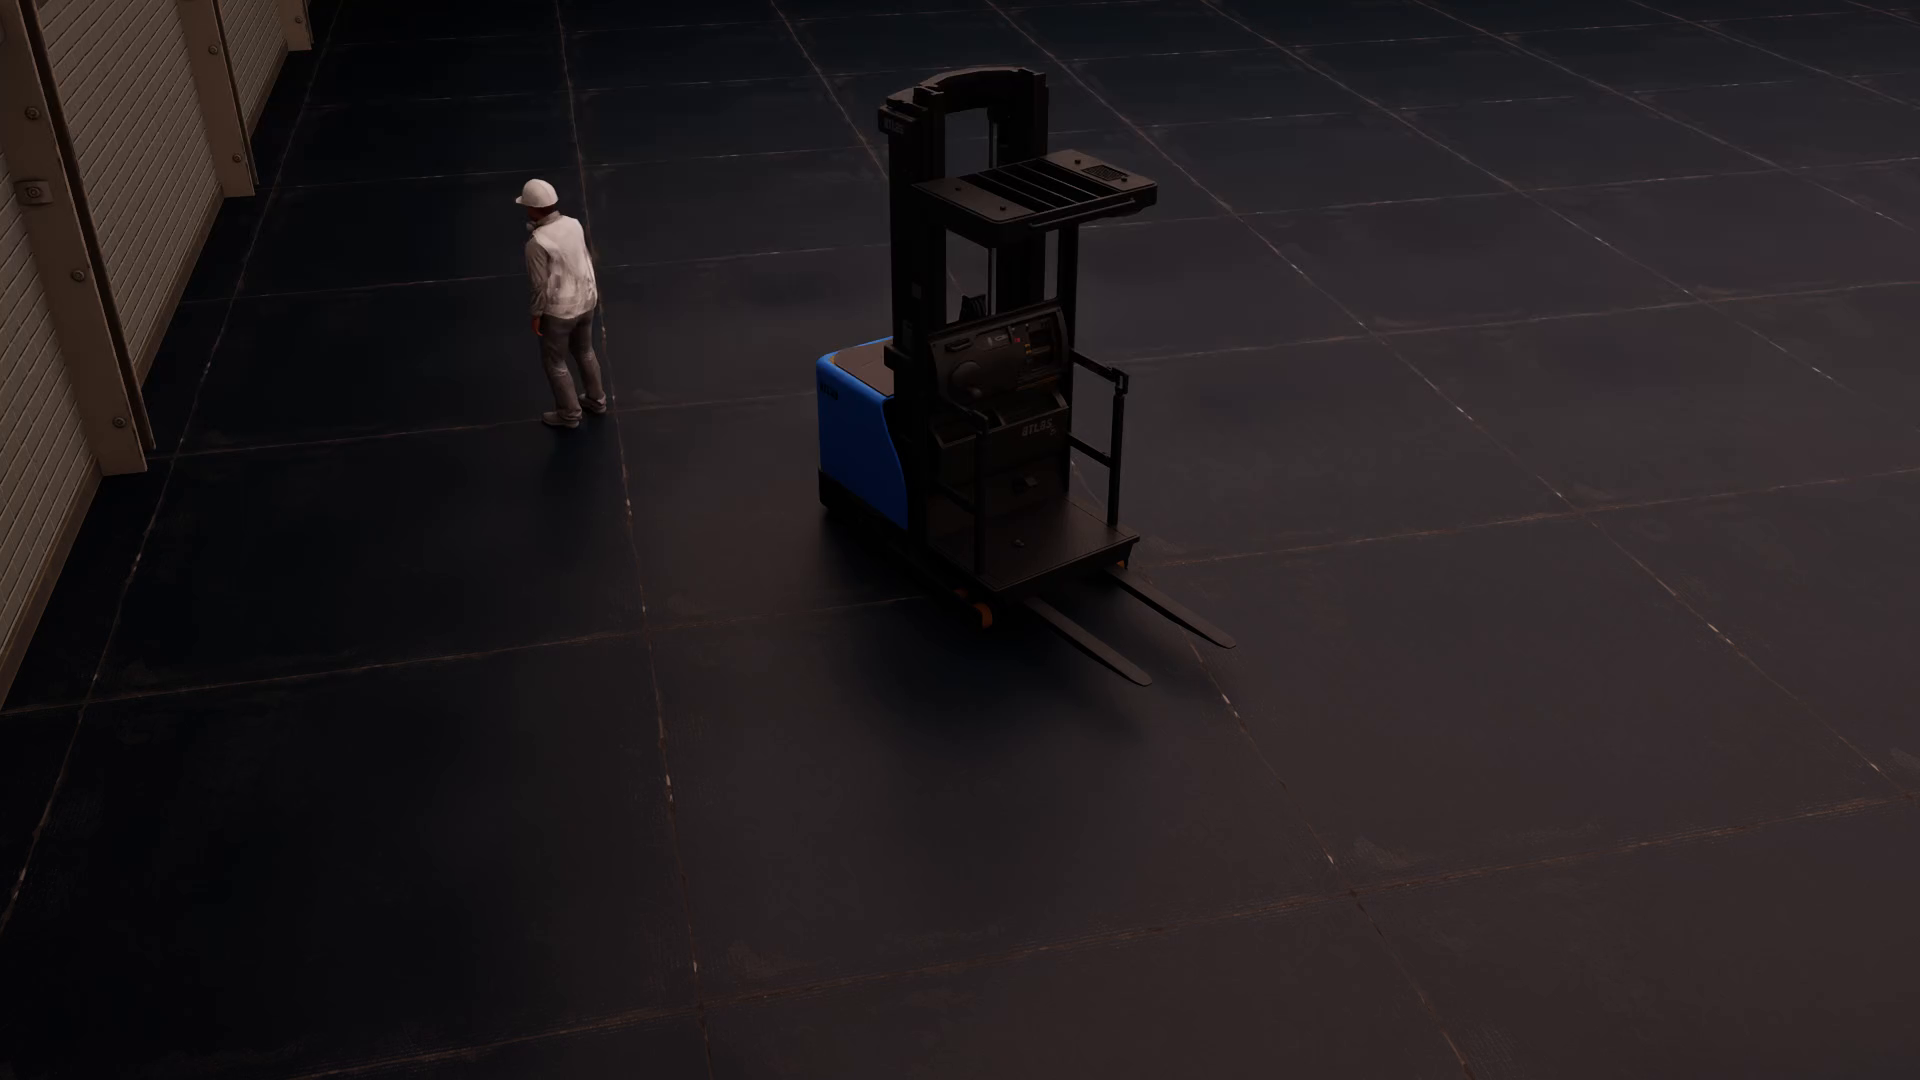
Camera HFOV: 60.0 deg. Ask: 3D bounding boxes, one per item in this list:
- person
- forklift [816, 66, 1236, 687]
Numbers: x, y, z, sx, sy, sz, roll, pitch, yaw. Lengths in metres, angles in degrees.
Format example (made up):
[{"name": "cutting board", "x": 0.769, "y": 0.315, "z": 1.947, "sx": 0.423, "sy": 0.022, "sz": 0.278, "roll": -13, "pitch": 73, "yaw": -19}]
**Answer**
[{"name": "person", "x": -2.770, "y": -1.641, "z": 11.569, "sx": 0.465, "sy": 1.770, "sz": 0.590, "roll": 16, "pitch": 34, "yaw": 26}, {"name": "forklift", "x": 0.355, "y": -1.021, "z": 9.338, "sx": 1.130, "sy": 2.935, "sz": 3.031, "roll": -20, "pitch": 35, "yaw": -30}]
